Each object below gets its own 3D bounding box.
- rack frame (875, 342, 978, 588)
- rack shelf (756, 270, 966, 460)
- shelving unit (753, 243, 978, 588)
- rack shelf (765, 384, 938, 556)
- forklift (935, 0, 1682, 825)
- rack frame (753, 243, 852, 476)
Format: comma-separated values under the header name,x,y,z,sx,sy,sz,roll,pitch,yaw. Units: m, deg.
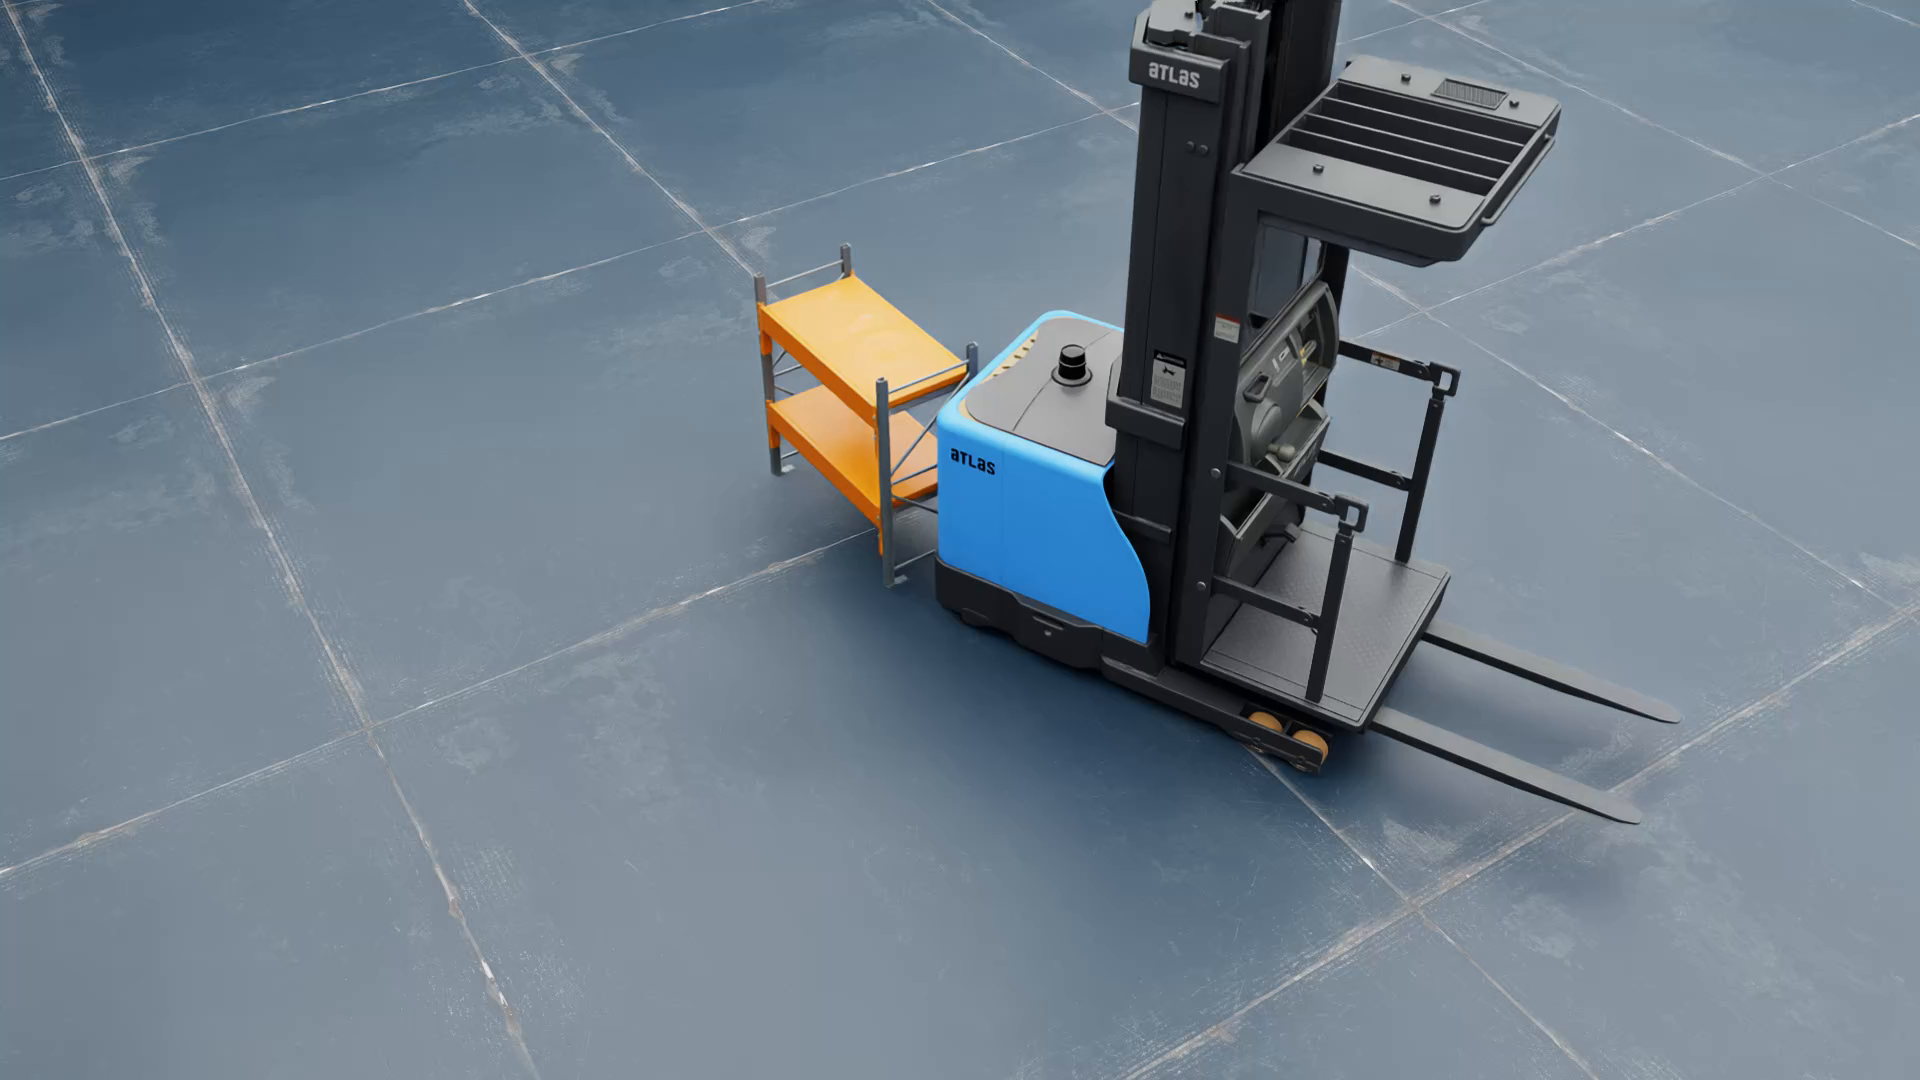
name,x,y,z,sx,sy,sz,roll,pitch,yaw
rack frame,-0.136,-0.312,7.306,0.500,1.125,0.032,-24,45,-26
rack shelf,-0.426,-0.804,7.439,0.538,0.278,1.000,-24,45,-26
shelving unit,-0.426,-0.579,7.627,0.538,1.125,1.048,-24,45,-26
rack shelf,-0.426,-0.391,7.783,0.538,0.278,1.000,-24,45,-26
forklift,1.415,-0.586,6.224,3.031,2.935,1.130,22,44,24
rack frame,-0.717,-0.846,7.947,0.500,1.125,0.032,-24,45,-26
